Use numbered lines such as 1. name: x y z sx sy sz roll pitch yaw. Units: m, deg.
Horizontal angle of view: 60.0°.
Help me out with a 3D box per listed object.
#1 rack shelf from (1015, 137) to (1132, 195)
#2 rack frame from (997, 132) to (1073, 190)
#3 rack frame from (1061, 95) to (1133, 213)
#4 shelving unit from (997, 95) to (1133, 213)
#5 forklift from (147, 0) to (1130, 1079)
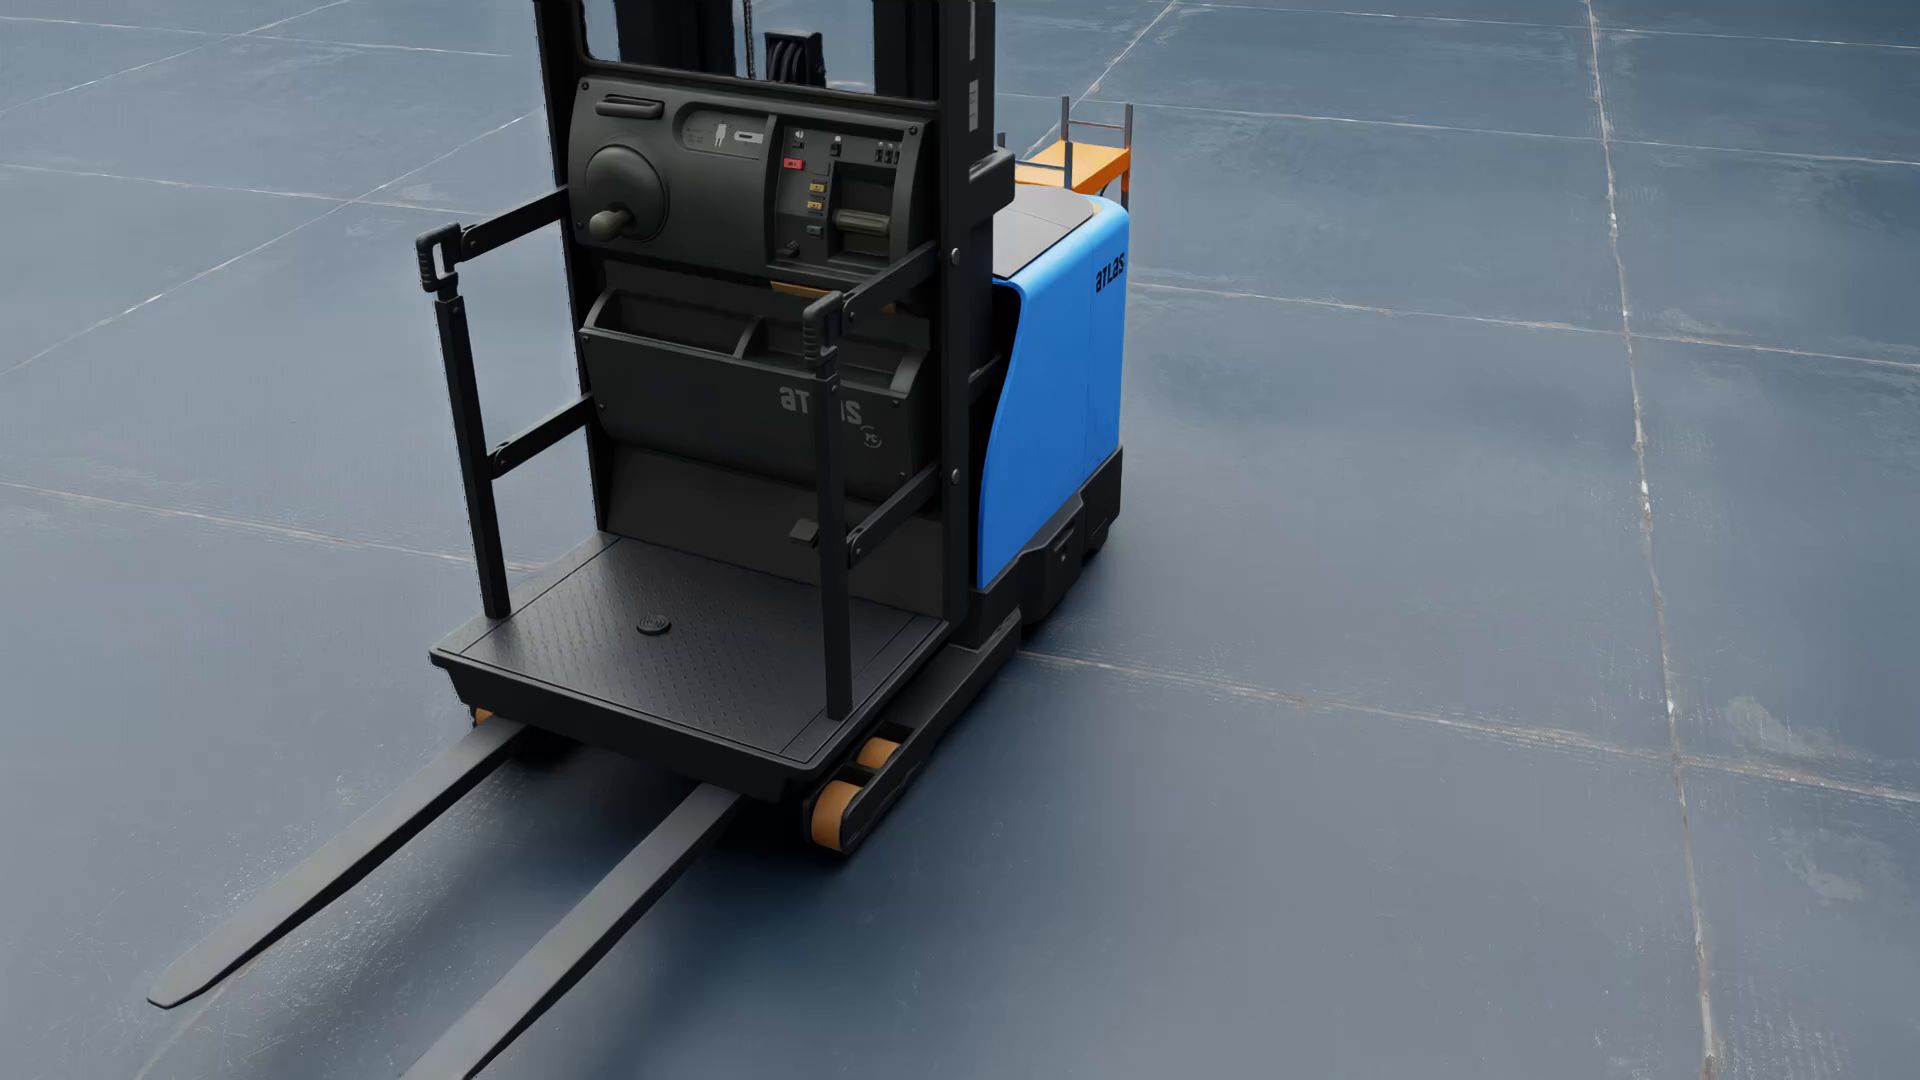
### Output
1. rack shelf: 0.331 -1.119 5.218 0.258 0.148 0.480 14 32 23
2. rack frame: 0.223 -0.669 5.218 0.240 1.200 0.015 14 32 23
3. rack frame: 0.439 -0.881 5.600 0.240 1.200 0.015 14 32 23
4. shelving unit: 0.331 -0.775 5.409 0.258 1.200 0.503 14 32 23
5. forklift: -0.600 -0.790 3.655 1.130 2.935 3.031 14 32 23
